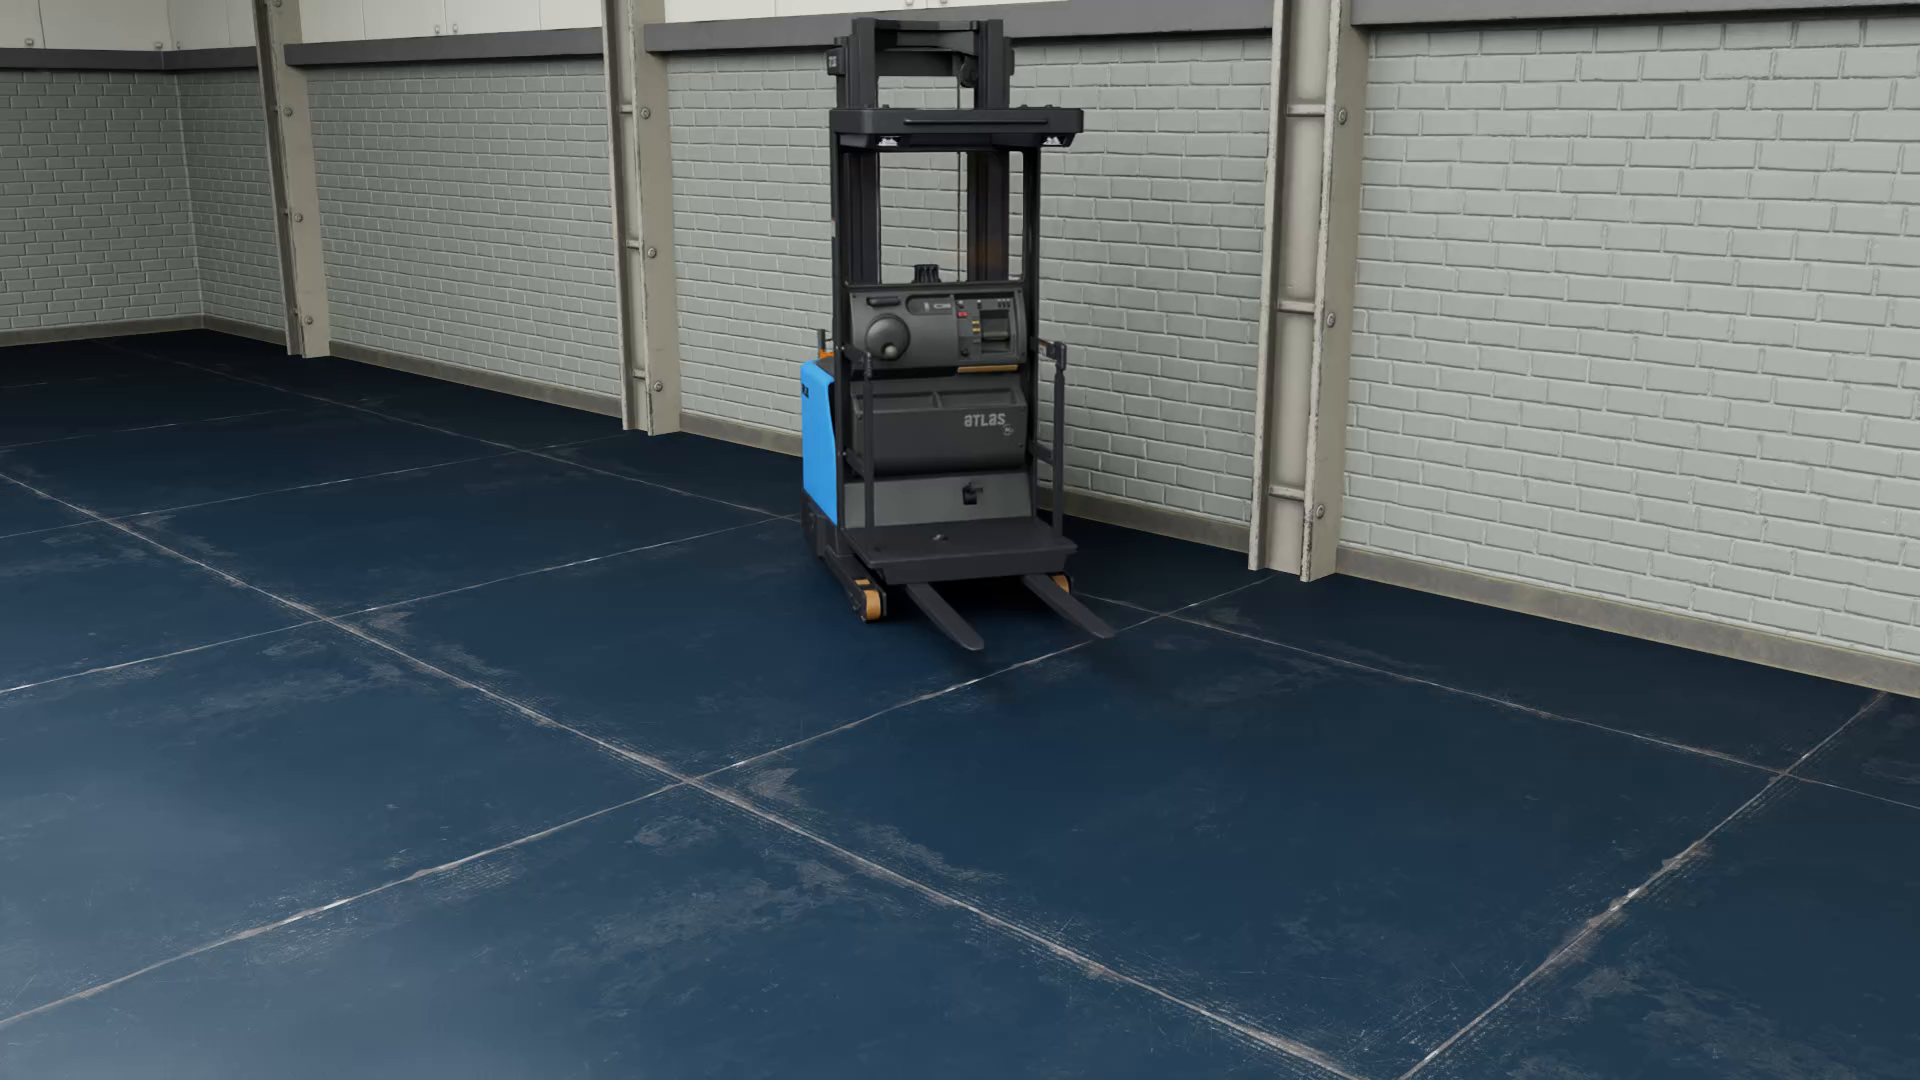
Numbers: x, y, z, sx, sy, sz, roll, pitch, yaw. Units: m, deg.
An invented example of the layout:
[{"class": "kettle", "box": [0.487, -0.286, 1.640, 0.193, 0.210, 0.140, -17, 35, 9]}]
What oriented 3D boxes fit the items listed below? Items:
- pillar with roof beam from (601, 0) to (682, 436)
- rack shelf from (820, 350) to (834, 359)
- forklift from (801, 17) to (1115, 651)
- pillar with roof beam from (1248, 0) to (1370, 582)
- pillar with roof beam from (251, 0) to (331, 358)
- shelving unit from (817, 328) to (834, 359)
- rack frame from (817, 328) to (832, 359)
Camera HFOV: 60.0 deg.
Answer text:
[{"class": "pillar with roof beam", "box": [-5.448, -4.456, 9.188, 0.400, 9.000, 9.100, 14, 20, 42]}, {"class": "rack shelf", "box": [-0.346, -1.063, 10.619, 1.000, 0.278, 0.538, 11, 18, 35]}, {"class": "forklift", "box": [-0.049, -1.116, 8.404, 1.130, 2.935, 3.031, -4, 15, -15]}, {"class": "pillar with roof beam", "box": [-1.129, -3.406, 5.158, 0.400, 9.000, 9.100, 14, 20, 42]}, {"class": "pillar with roof beam", "box": [-9.767, -5.506, 13.218, 0.400, 9.000, 9.100, 14, 20, 42]}, {"class": "shelving unit", "box": [-0.346, -0.780, 10.693, 1.048, 1.125, 0.538, 11, 18, 35]}, {"class": "rack frame", "box": [-0.754, -0.856, 10.987, 0.032, 1.125, 0.500, 11, 18, 35]}]
